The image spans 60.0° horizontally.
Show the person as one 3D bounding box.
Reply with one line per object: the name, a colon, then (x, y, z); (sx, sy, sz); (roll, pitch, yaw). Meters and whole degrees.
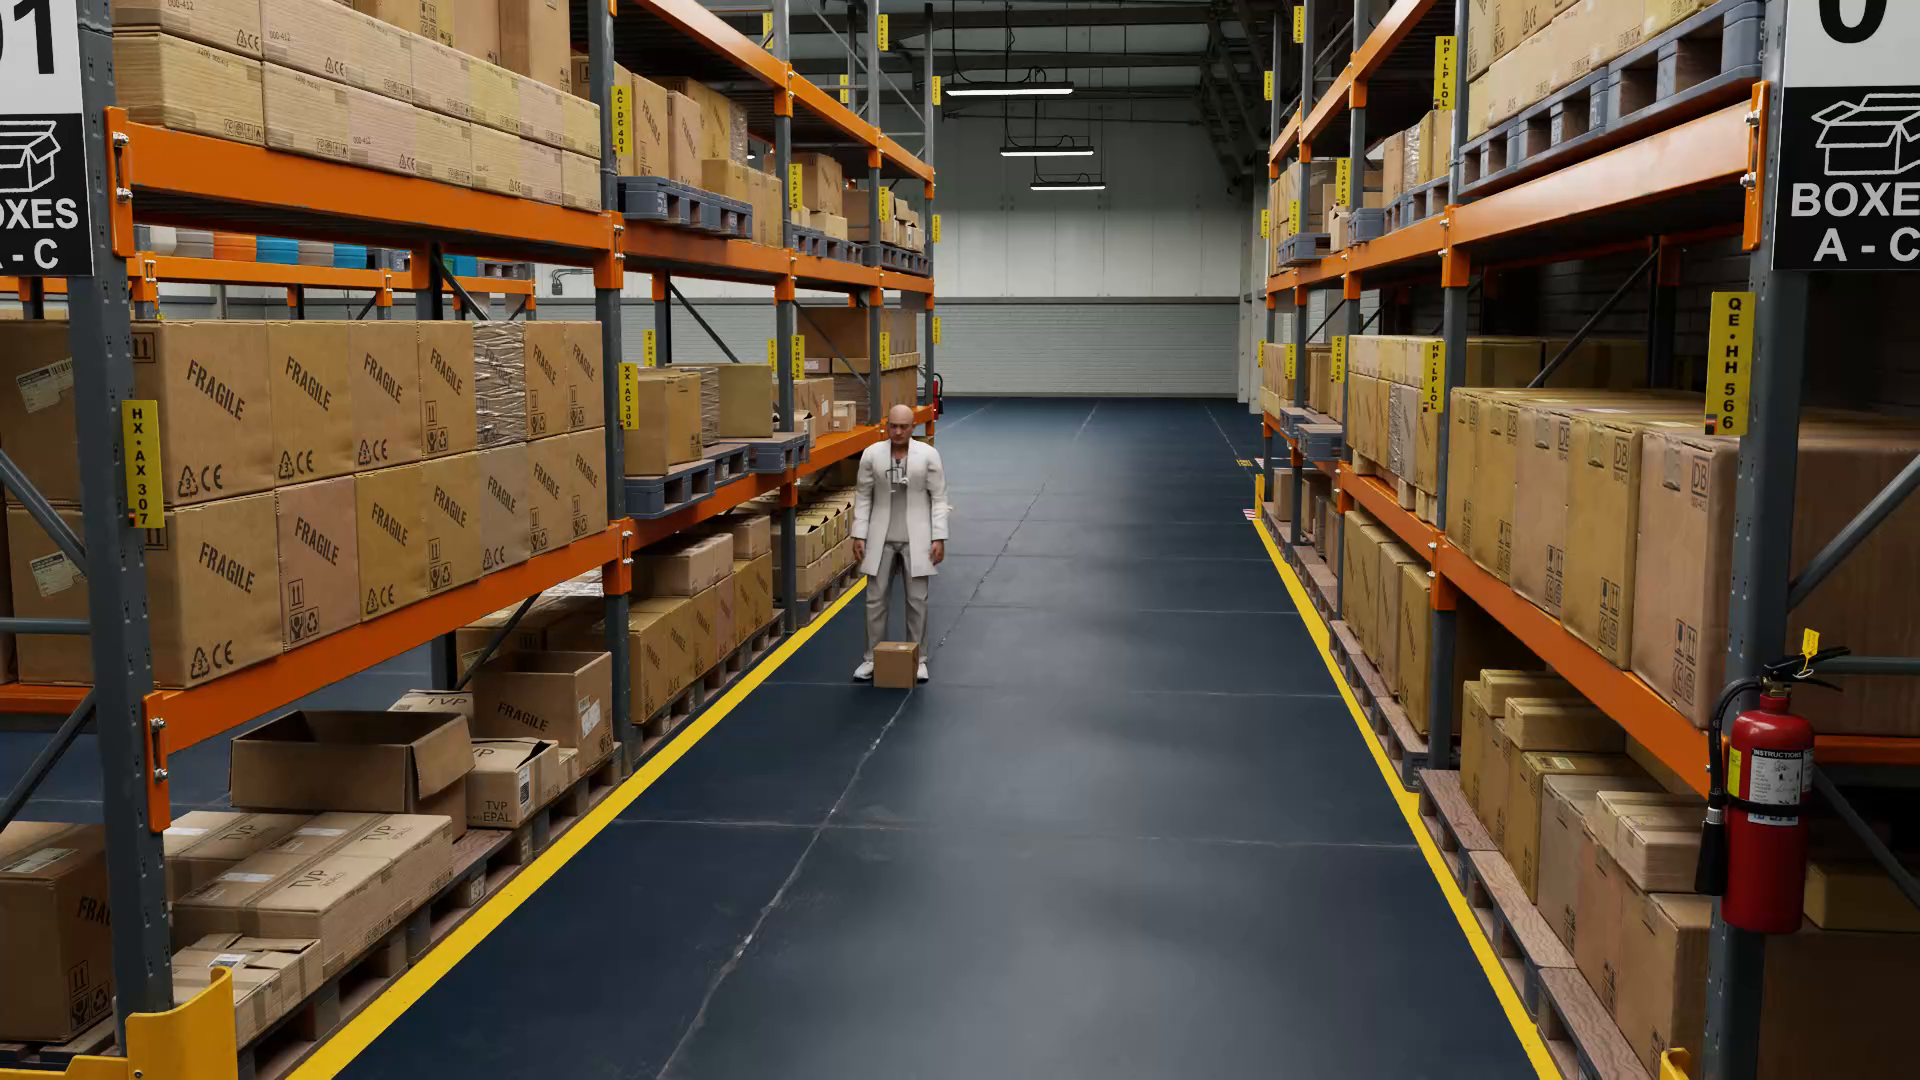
person: (-0.392, 0.011, 10.762); (0.642, 1.774, 0.421); (1, 7, 6)
